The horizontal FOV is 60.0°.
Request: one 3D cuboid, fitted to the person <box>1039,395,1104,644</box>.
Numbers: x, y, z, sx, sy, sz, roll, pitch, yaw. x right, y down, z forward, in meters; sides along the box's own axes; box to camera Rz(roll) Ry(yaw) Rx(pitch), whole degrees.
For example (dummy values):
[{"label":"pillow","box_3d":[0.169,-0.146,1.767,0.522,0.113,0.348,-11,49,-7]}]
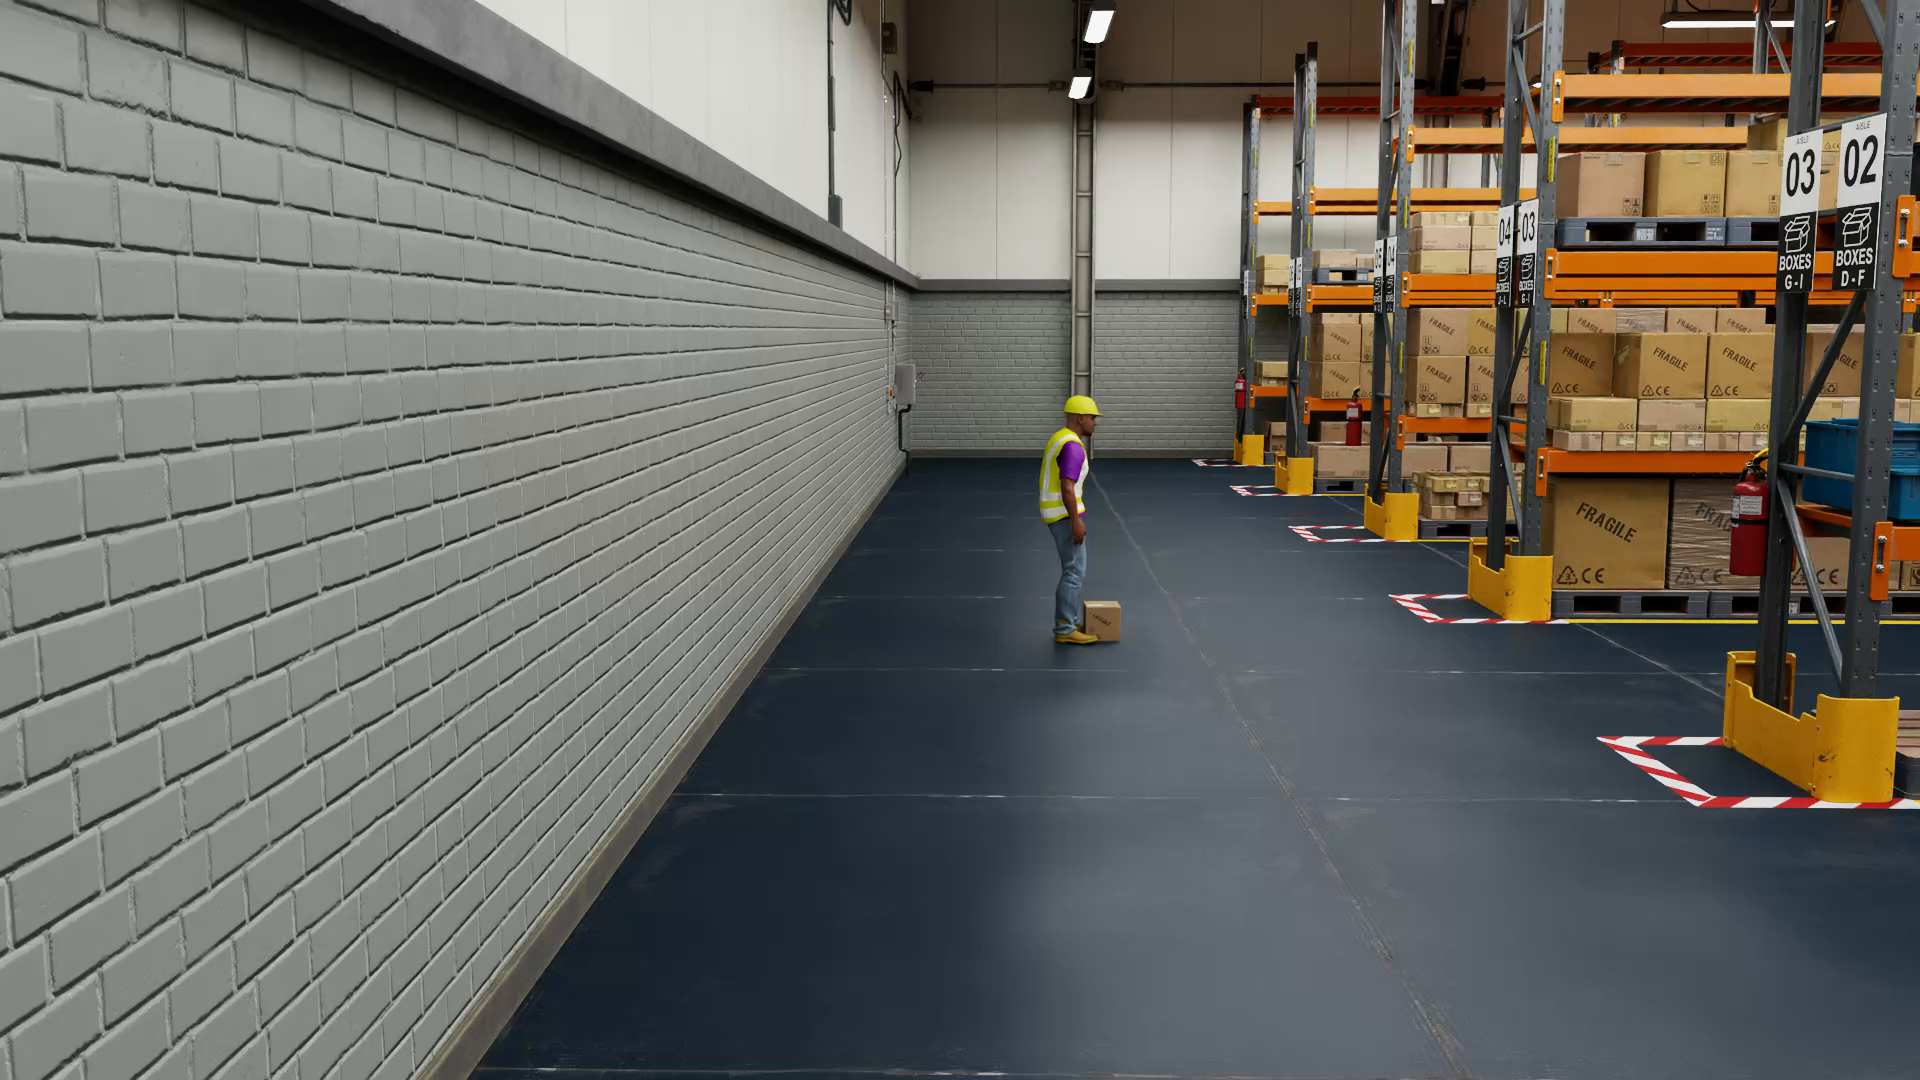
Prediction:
[{"label":"person","box_3d":[0.800,-0.159,11.966,0.460,1.759,0.629,0,7,-2]}]
